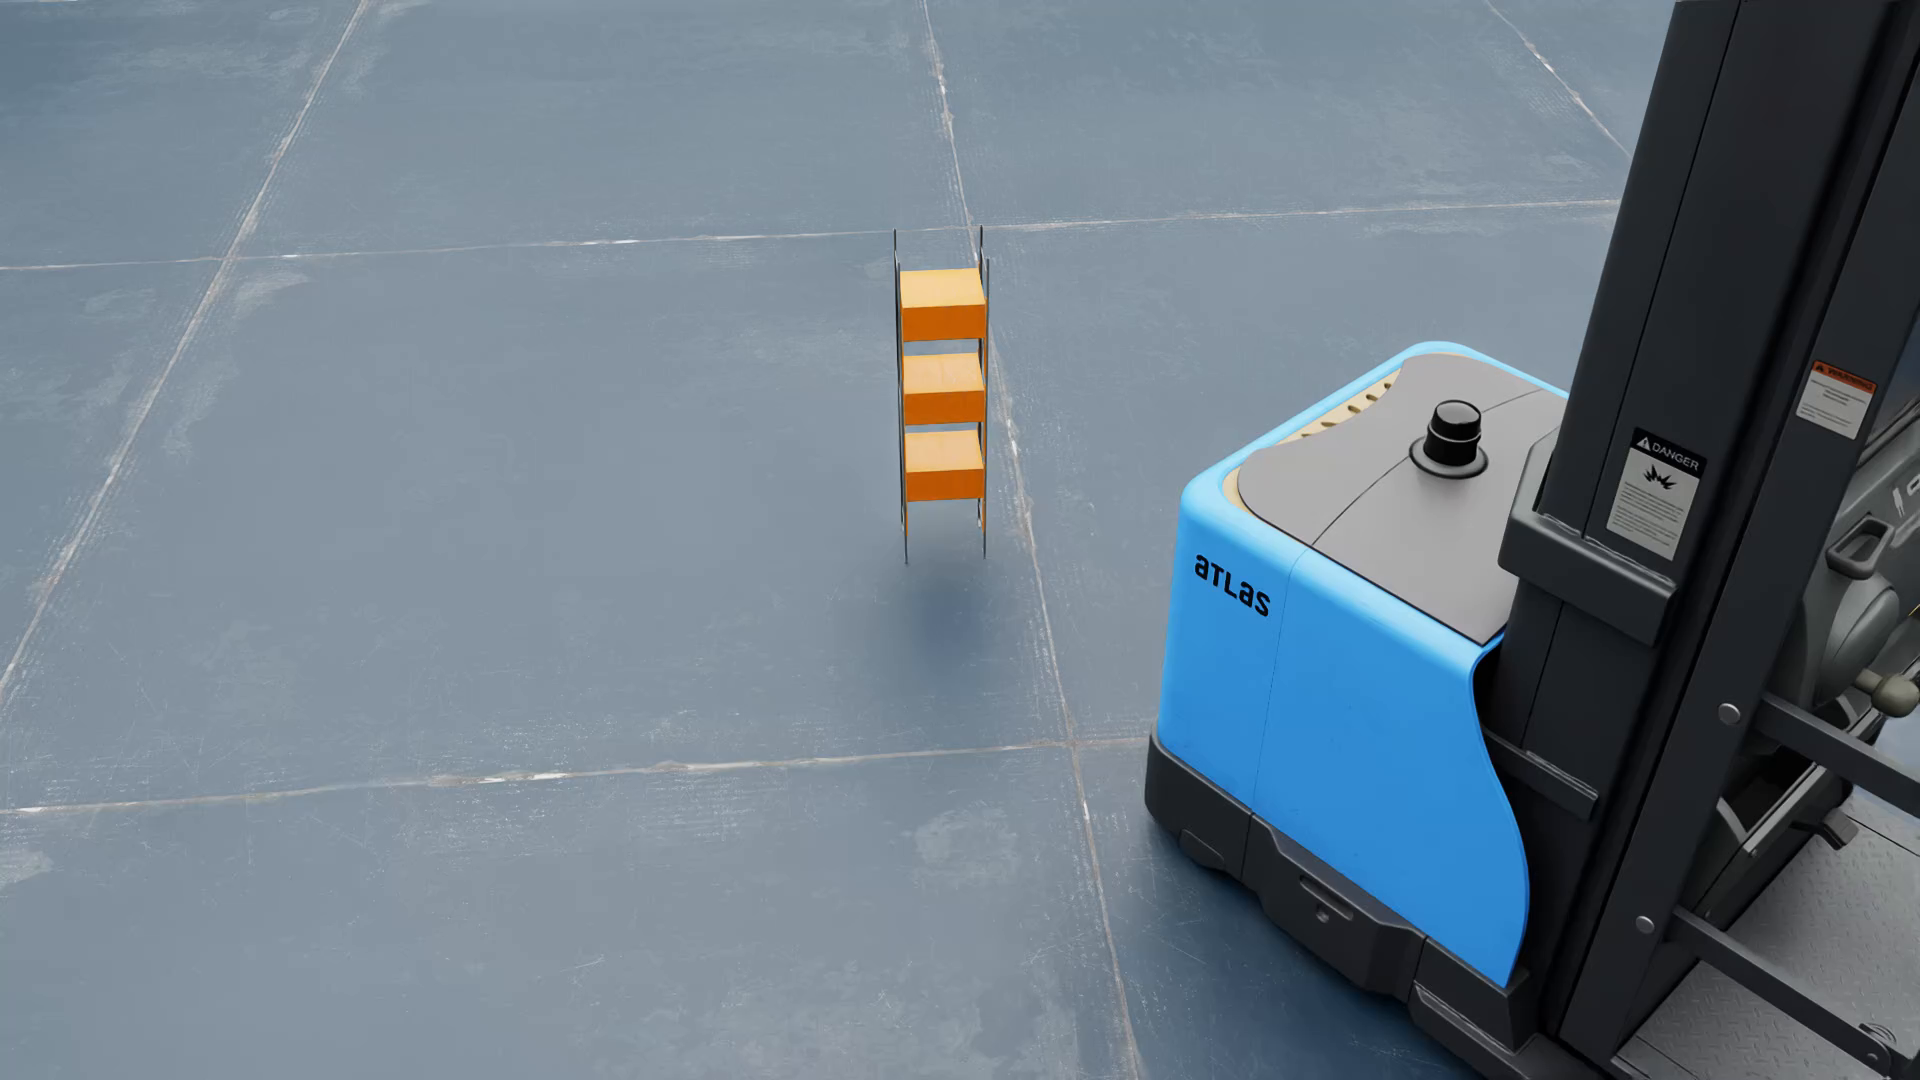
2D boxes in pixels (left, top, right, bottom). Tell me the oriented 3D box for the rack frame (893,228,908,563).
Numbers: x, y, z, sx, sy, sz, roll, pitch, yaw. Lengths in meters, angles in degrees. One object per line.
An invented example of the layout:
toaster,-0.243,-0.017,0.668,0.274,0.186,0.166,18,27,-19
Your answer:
rack frame,-0.175,-0.403,4.913,0.008,1.050,0.200,-3,38,-4

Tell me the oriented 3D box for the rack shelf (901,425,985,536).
rack shelf,-0.053,-0.183,5.100,0.240,0.259,0.215,-3,38,-4

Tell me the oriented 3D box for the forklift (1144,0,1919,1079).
forklift,1.841,0.042,2.831,1.130,2.935,3.031,-30,47,-32

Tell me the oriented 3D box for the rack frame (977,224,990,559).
rack frame,0.068,-0.416,4.930,0.008,1.050,0.200,-3,38,-4

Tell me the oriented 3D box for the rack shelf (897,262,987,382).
rack shelf,-0.053,-0.624,4.752,0.240,0.259,0.215,-3,38,-4

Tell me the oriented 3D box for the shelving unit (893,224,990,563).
shelving unit,-0.053,-0.409,4.921,0.252,1.050,0.215,-3,38,-4

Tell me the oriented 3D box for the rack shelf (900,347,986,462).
rack shelf,-0.053,-0.401,4.928,0.240,0.259,0.215,-3,38,-4
